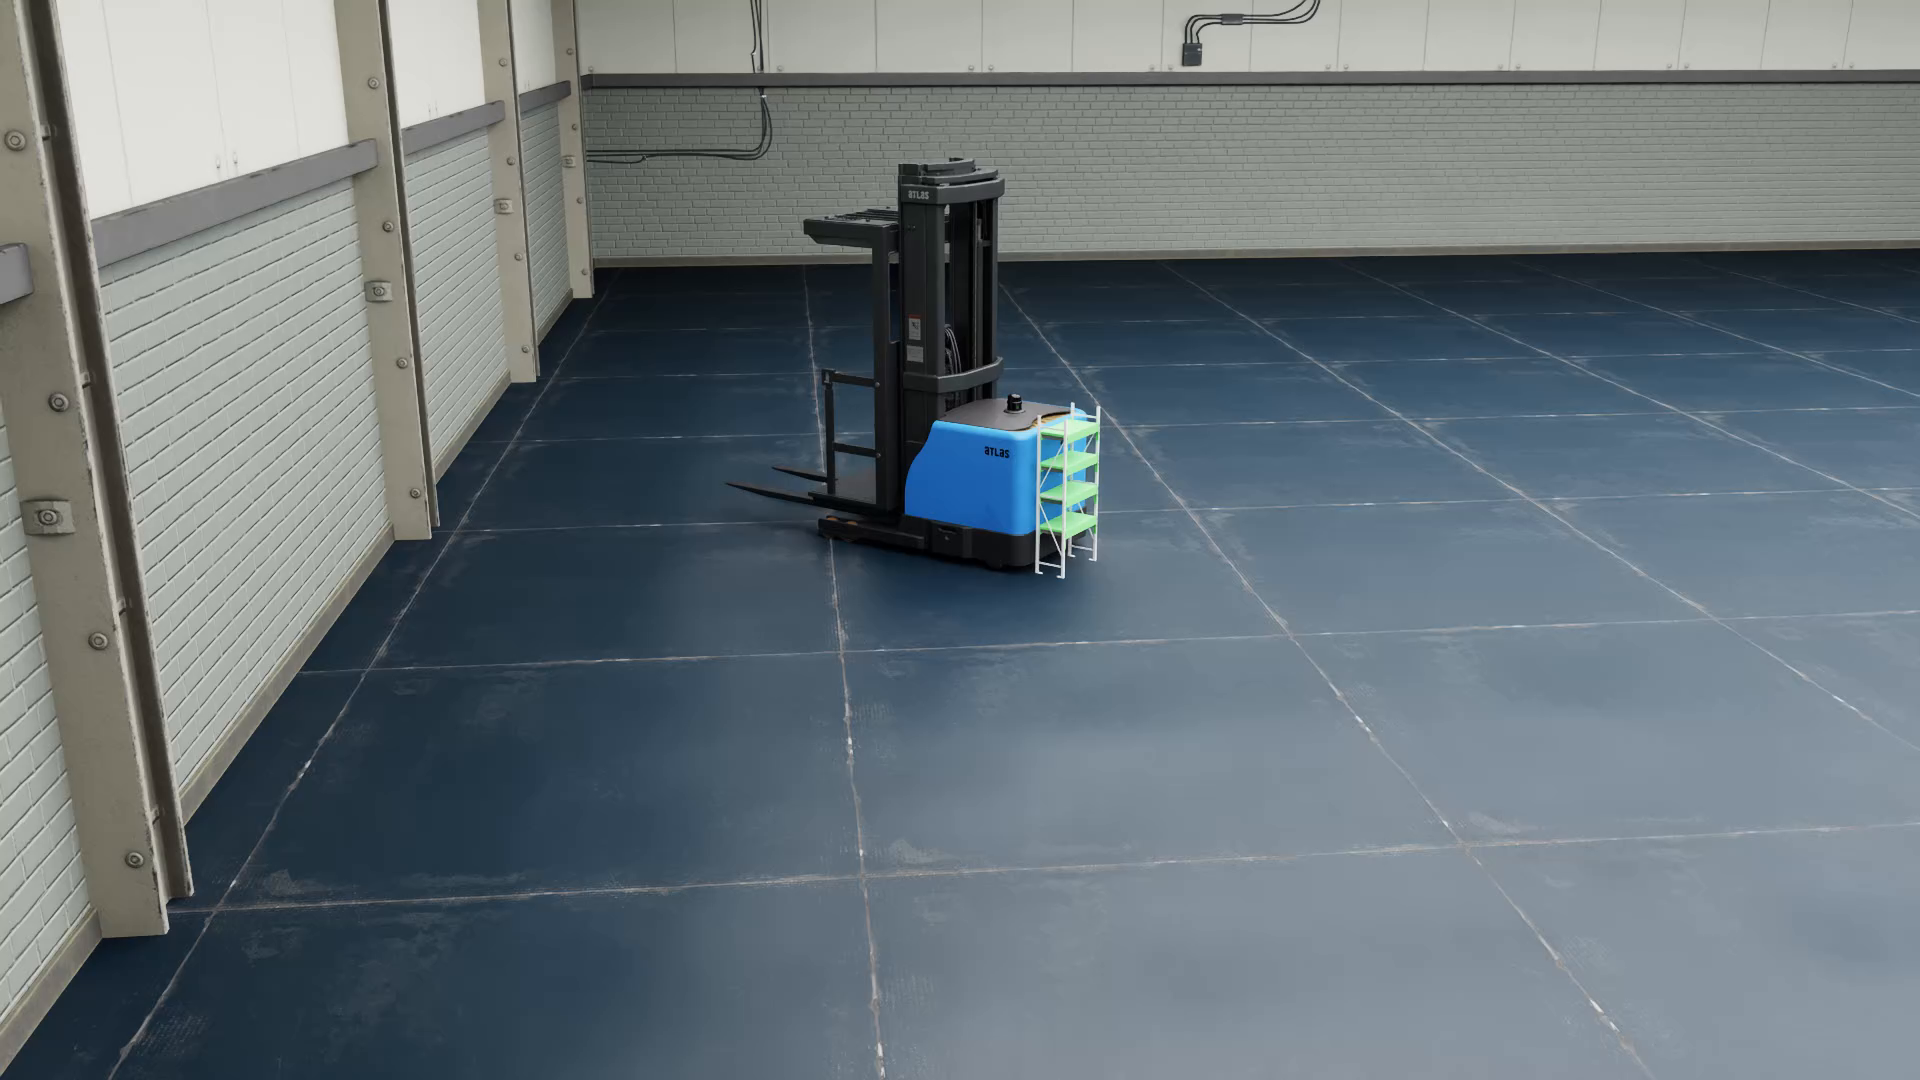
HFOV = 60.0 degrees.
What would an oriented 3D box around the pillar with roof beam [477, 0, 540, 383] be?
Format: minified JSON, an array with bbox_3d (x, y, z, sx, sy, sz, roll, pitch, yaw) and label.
[{"bbox_3d":[-0.716,-6.275,18.142,9.100,9.000,0.400,-2,18,-6],"label":"pillar with roof beam"}]

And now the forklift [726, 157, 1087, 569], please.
[{"bbox_3d":[-0.523,-1.501,13.064,3.031,2.935,1.130,11,21,31],"label":"forklift"}]

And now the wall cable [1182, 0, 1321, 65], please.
[{"bbox_3d":[4.839,-10.760,26.748,2.305,6.003,0.169,-2,18,-6],"label":"wall cable"}]

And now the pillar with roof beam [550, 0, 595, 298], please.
[{"bbox_3d":[-1.335,-8.063,23.836,9.100,9.000,0.400,-2,18,-6],"label":"pillar with roof beam"}]

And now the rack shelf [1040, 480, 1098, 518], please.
[{"bbox_3d":[0.800,-0.310,12.374,0.258,0.148,0.480,11,21,31],"label":"rack shelf"}]

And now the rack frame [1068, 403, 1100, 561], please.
[{"bbox_3d":[0.933,-0.432,12.549,0.240,1.200,0.015,11,21,31],"label":"rack frame"}]

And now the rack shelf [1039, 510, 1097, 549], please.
[{"bbox_3d":[0.800,-0.081,12.446,0.258,0.148,0.480,11,21,31],"label":"rack shelf"}]

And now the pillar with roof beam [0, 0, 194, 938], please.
[{"bbox_3d":[0.521,-2.700,6.754,9.100,9.000,0.400,-2,18,-6],"label":"pillar with roof beam"}]

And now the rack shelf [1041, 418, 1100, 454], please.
[{"bbox_3d":[0.800,-0.768,12.230,0.258,0.148,0.480,11,21,31],"label":"rack shelf"}]

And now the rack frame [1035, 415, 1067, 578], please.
[{"bbox_3d":[0.666,-0.309,12.160,0.240,1.200,0.015,11,21,31],"label":"rack frame"}]

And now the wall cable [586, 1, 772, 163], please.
[{"bbox_3d":[-4.606,-7.367,26.803,3.097,2.526,0.112,-2,18,-6],"label":"wall cable"}]

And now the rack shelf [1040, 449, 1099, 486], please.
[{"bbox_3d":[0.800,-0.539,12.302,0.258,0.148,0.480,11,21,31],"label":"rack shelf"}]

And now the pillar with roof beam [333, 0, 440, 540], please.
[{"bbox_3d":[-0.098,-4.488,12.448,9.100,9.000,0.400,-2,18,-6],"label":"pillar with roof beam"}]

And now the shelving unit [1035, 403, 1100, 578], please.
[{"bbox_3d":[0.800,-0.371,12.355,0.258,1.200,0.503,11,21,31],"label":"shelving unit"}]
